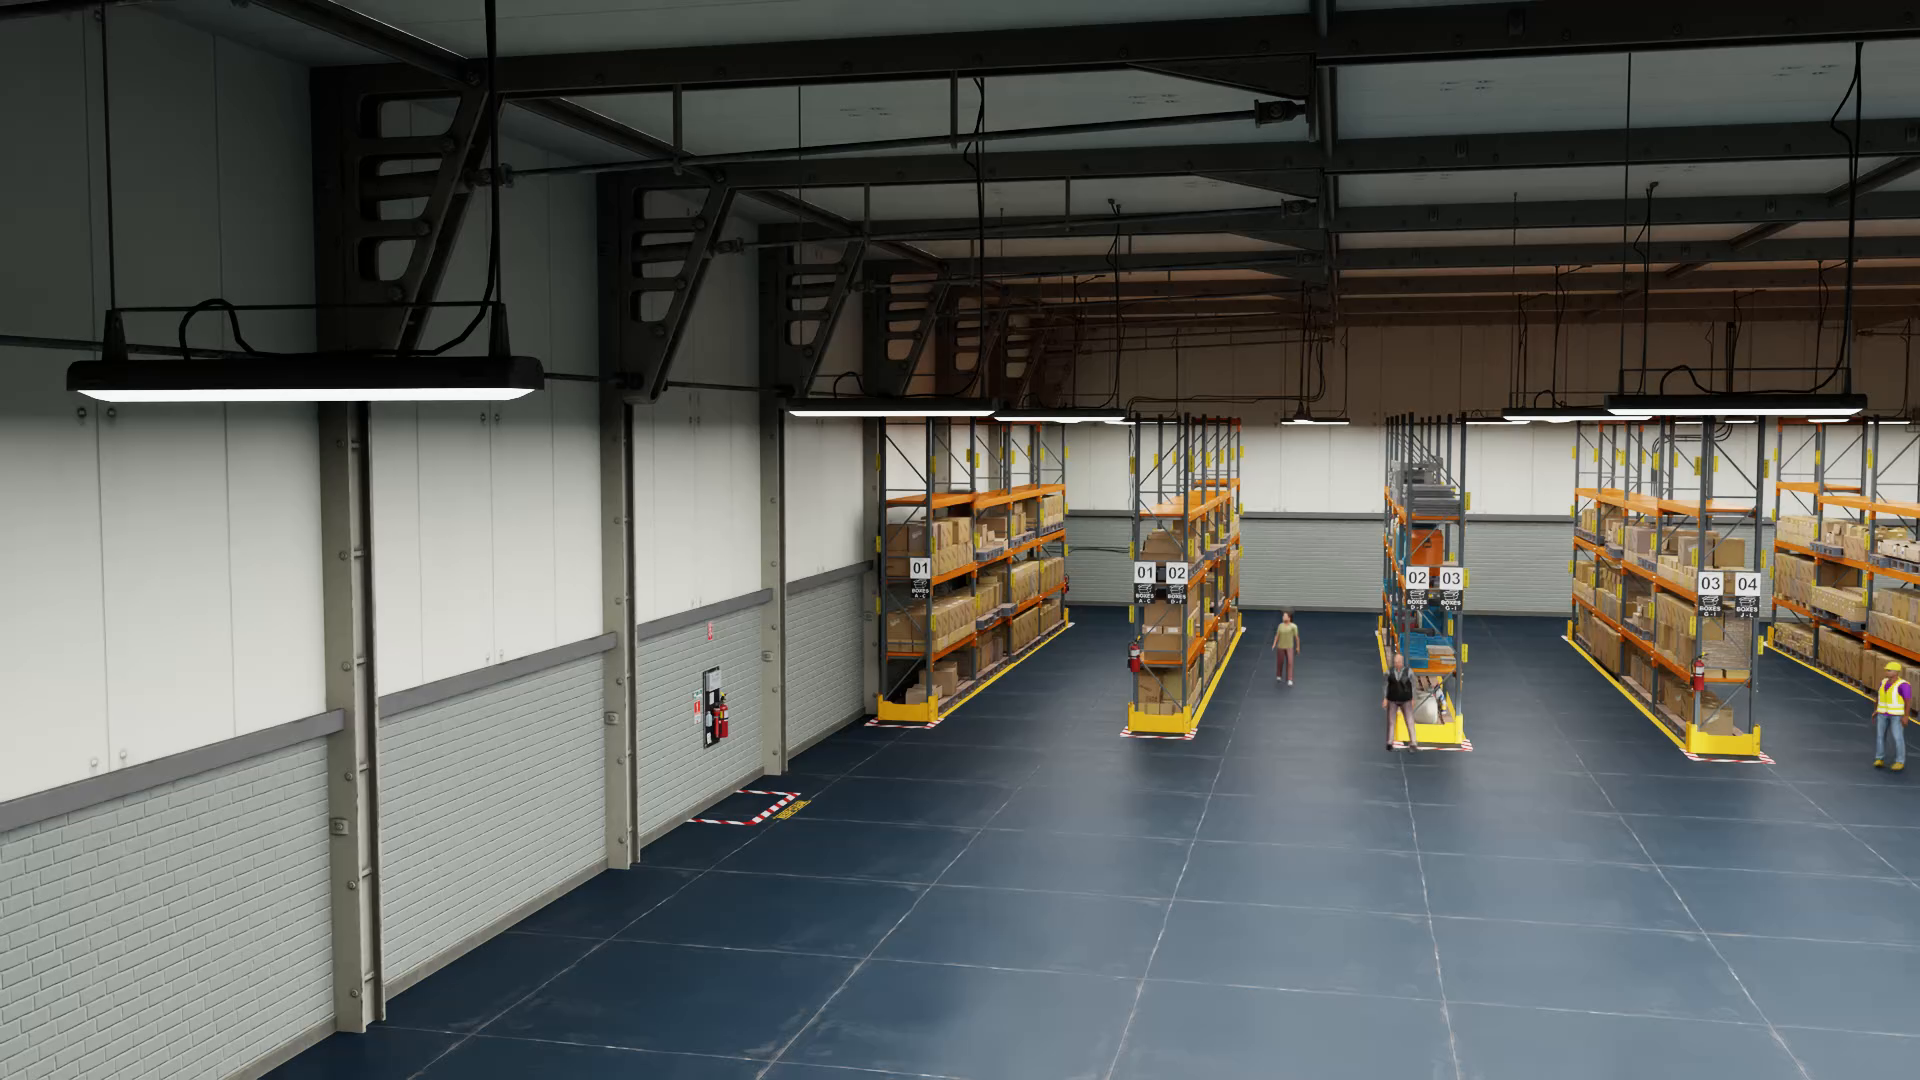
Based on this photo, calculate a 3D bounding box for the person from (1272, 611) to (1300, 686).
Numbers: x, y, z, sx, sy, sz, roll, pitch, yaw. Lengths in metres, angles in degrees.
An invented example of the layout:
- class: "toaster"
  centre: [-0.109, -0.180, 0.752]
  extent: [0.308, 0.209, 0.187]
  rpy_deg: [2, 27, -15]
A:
- class: "person"
  centre: [7.264, 2.398, 37.076]
  extent: [0.617, 1.620, 1.015]
  rpy_deg: [0, 4, 4]

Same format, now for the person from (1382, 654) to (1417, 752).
- class: "person"
  centre: [7.775, 2.871, 29.398]
  extent: [0.610, 1.717, 0.421]
  rpy_deg: [1, 4, 20]

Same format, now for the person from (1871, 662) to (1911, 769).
- class: "person"
  centre: [15.654, 2.935, 27.969]
  extent: [0.420, 1.770, 0.619]
  rpy_deg: [-3, 5, -39]
